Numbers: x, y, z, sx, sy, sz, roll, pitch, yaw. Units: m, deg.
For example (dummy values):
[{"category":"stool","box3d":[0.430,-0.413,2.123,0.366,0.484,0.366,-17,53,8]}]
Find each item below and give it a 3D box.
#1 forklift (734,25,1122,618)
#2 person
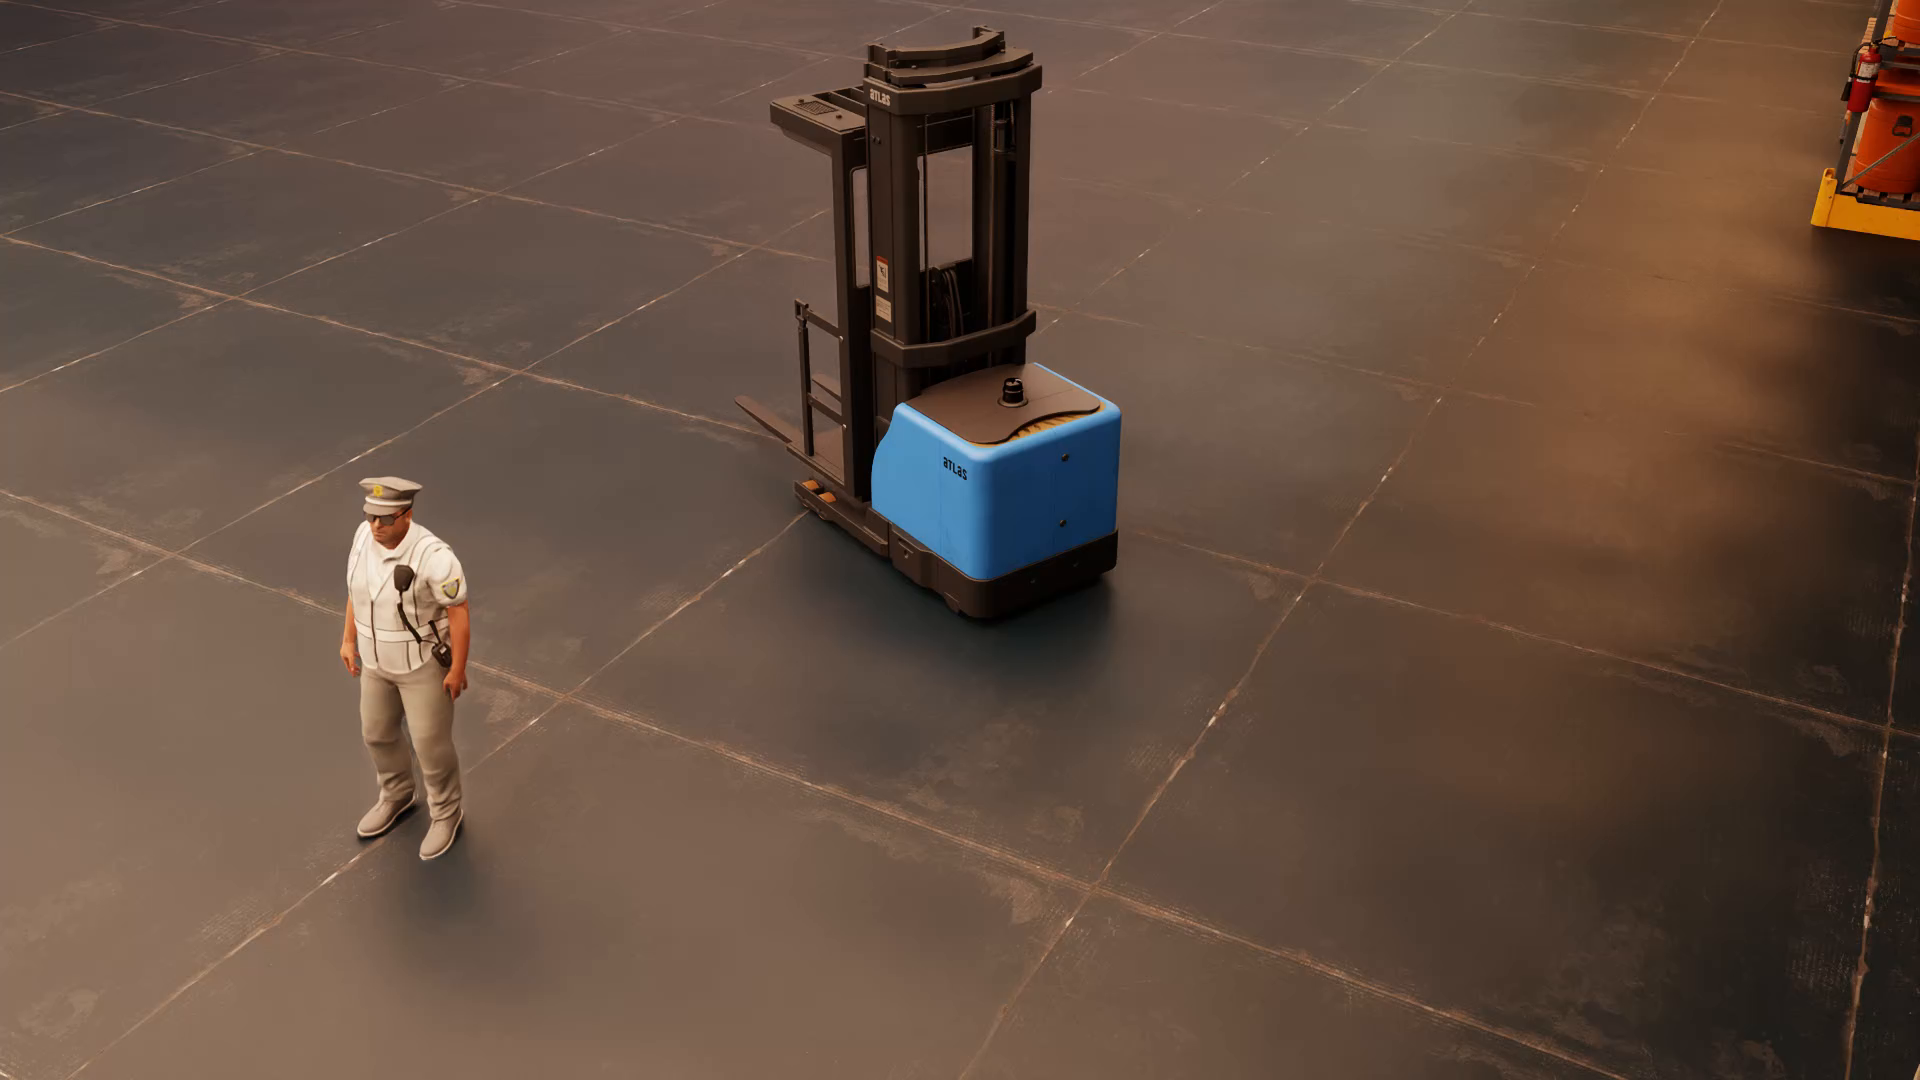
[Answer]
[{"category":"forklift","box3d":[-0.367,-1.522,9.707,1.130,2.935,3.031,-20,36,-31]},{"category":"person","box3d":[-2.462,0.537,7.311,0.624,1.796,0.493,12,32,20]}]
